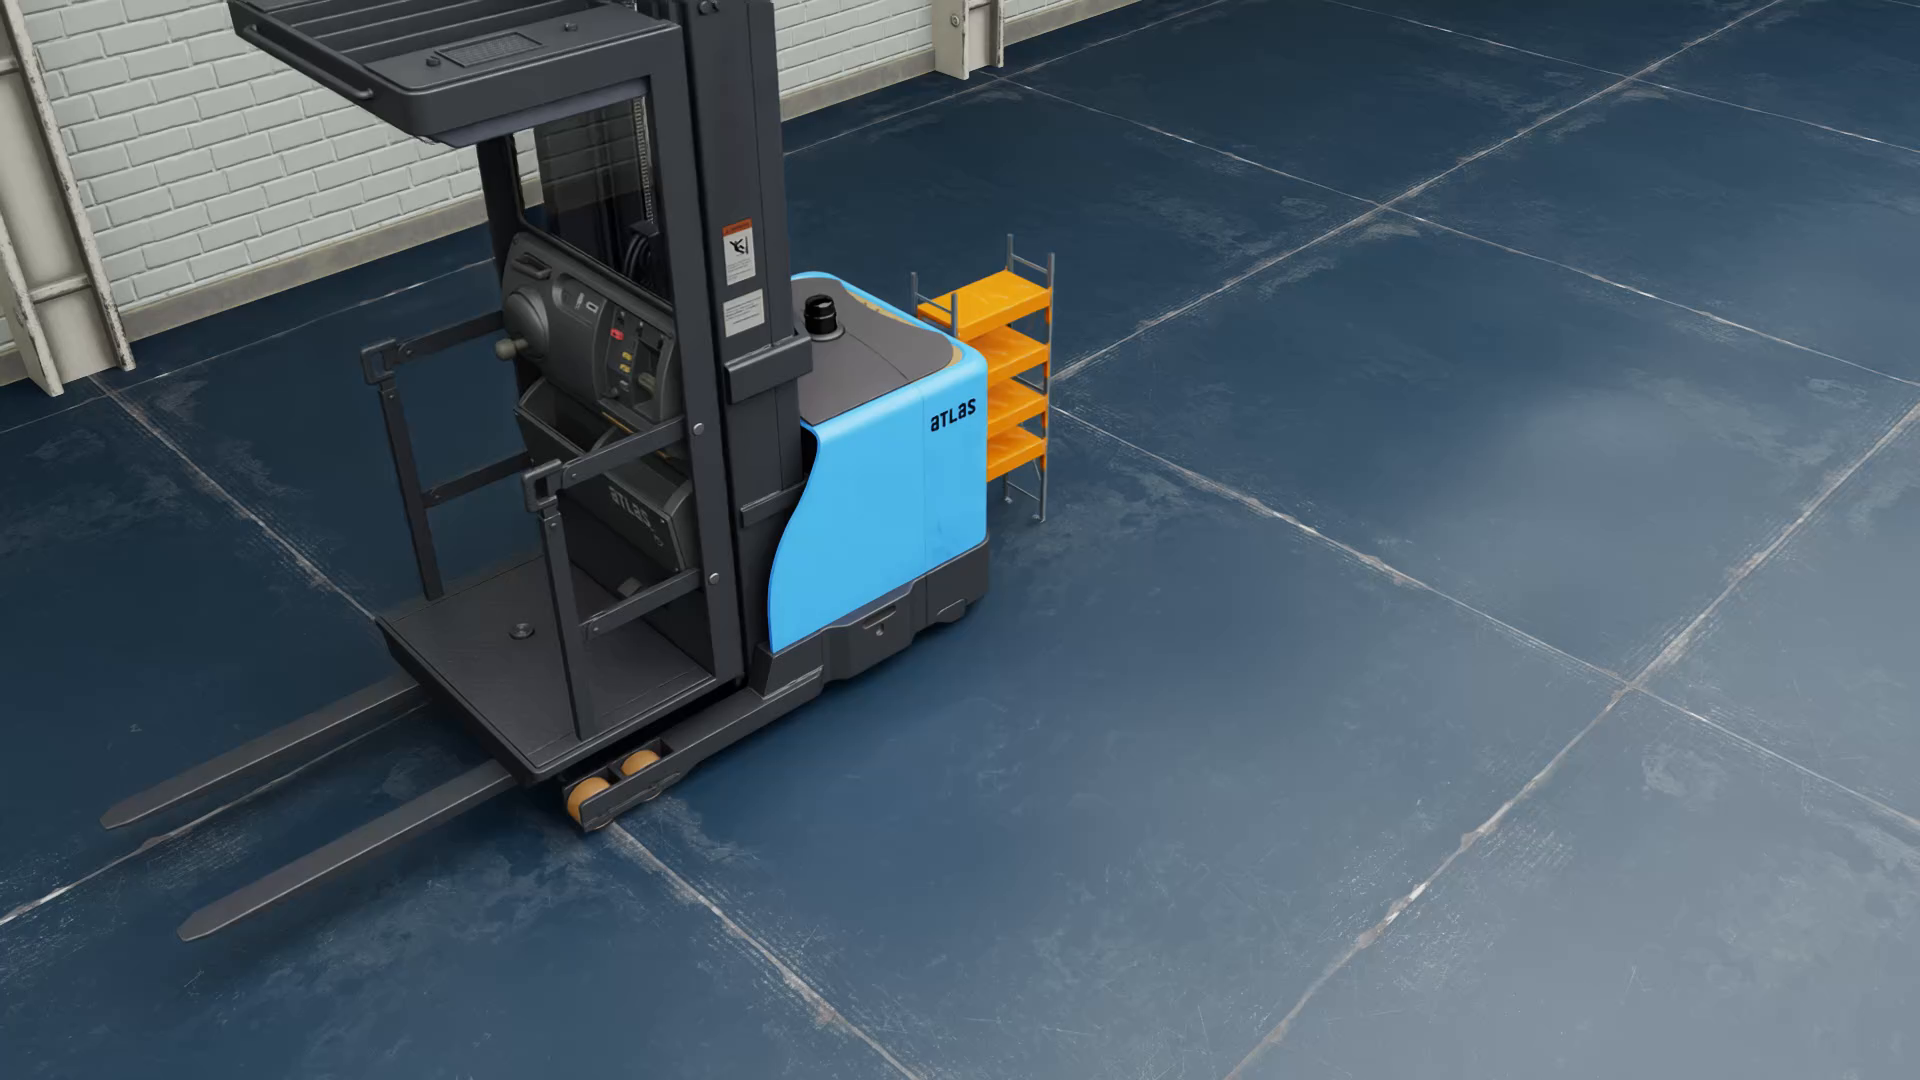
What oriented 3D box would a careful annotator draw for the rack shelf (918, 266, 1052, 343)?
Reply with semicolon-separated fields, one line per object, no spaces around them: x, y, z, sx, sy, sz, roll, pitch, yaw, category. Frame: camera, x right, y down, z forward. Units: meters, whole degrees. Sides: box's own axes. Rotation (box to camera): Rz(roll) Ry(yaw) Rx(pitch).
0.085;-0.847;6.229;0.480;0.148;0.258;-28;43;-34;rack shelf

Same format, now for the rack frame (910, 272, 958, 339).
-0.095;-0.431;6.318;0.015;1.200;0.240;-28;43;-34;rack frame

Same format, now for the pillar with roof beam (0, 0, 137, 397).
-1.118;-2.760;2.841;9.100;9.000;0.400;30;45;35;pillar with roof beam

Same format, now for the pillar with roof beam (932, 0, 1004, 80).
3.109;-5.195;6.333;9.100;9.000;0.400;30;45;35;pillar with roof beam

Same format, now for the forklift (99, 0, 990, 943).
-1.315;-0.602;5.051;3.031;2.935;1.130;-28;43;-34;forklift

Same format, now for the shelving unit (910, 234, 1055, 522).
0.085;-0.525;6.454;0.503;1.200;0.258;-28;43;-34;shelving unit

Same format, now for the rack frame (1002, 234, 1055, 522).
0.265;-0.619;6.589;0.015;1.200;0.240;-28;43;-34;rack frame

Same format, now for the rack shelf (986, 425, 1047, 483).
0.085;-0.307;6.606;0.480;0.148;0.258;-28;43;-34;rack shelf

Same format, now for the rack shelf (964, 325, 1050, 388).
0.085;-0.653;6.364;0.480;0.148;0.258;-28;43;-34;rack shelf

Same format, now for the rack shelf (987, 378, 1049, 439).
0.085;-0.470;6.492;0.480;0.148;0.258;-28;43;-34;rack shelf
